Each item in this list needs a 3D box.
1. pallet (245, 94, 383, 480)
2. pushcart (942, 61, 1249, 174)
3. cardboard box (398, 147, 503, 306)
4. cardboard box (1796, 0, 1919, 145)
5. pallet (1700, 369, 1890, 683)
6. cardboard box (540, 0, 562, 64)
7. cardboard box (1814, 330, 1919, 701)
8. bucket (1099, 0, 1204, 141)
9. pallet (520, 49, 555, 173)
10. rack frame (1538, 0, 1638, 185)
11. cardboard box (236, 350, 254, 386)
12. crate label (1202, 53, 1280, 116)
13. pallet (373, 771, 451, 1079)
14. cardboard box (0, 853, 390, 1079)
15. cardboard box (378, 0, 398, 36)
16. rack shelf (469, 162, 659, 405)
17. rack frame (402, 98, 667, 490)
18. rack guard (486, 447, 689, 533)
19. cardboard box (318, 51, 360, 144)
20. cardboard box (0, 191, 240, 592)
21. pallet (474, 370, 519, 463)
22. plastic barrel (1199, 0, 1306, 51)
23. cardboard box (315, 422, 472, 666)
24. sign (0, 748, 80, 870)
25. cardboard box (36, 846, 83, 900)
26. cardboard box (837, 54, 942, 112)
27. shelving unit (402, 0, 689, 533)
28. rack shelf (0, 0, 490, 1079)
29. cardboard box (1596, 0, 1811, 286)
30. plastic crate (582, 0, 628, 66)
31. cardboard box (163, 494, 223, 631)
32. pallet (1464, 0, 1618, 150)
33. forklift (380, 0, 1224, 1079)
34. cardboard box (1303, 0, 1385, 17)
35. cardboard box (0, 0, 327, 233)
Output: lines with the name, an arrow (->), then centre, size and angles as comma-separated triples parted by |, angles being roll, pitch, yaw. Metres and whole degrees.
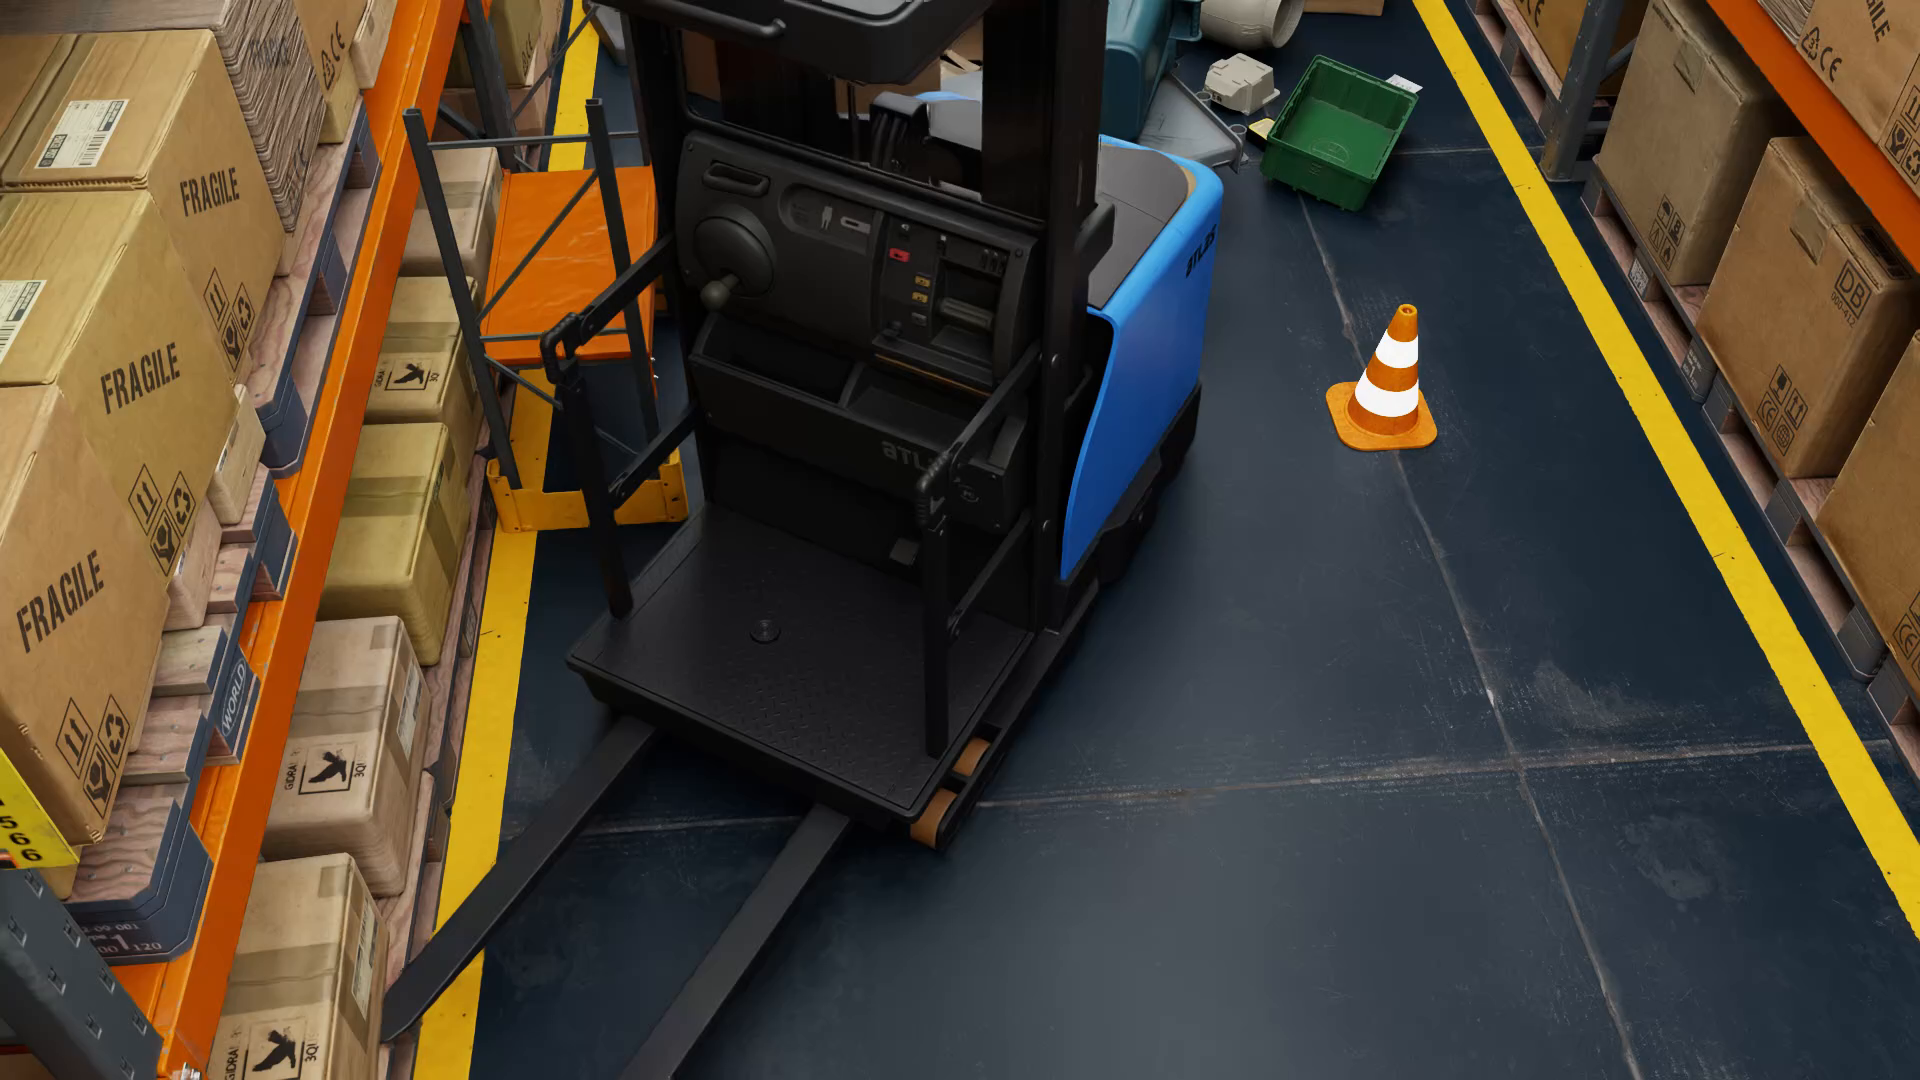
pallet -> -1.976, -0.610, 3.894 | 1.003, 0.211, 1.213 | -3, 47, -3
pushcart -> 0.164, -1.413, 6.328 | 1.648, 0.377, 0.936 | -19, 49, -17
cardboard box -> -2.058, -1.002, 5.653 | 0.950, 0.372, 0.625 | -3, 47, -3
cardboard box -> 2.678, -1.424, 4.464 | 0.500, 0.500, 0.500 | -4, 47, -4
pallet -> 3.065, -0.117, 5.215 | 1.003, 0.211, 1.213 | -3, 47, -3
cardboard box -> -1.940, -2.168, 6.842 | 0.500, 0.250, 0.500 | -1, 47, -1
cardboard box -> 3.117, -0.069, 4.510 | 1.050, 0.750, 0.750 | -3, 47, -3
bucket -> 0.511, -1.869, 6.162 | 0.726, 0.611, 0.620 | 11, 58, 10
pallet -> -2.196, -1.665, 6.681 | 1.003, 0.211, 1.213 | -3, 47, -3
rack frame -> 2.820, -2.514, 5.565 | 1.000, 3.000, 0.127 | -3, 47, -3
cardboard box -> -1.679, -0.328, 3.378 | 0.380, 0.149, 0.250 | -1, 47, -1
crate label -> 1.167, -1.916, 6.970 | 0.298, 0.136, 0.250 | -36, 56, -29
pallet -> -1.833, 1.147, 4.018 | 1.003, 0.211, 1.213 | -3, 47, -3
cardboard box -> -1.807, 1.104, 3.659 | 0.950, 0.372, 0.625 | -6, 47, -6
cardboard box -> -1.724, -1.466, 4.457 | 0.380, 0.149, 0.250 | -4, 47, -4
rack shelf -> -1.212, -0.829, 5.250 | 0.538, 0.185, 1.000 | -4, 47, -4
rack frame -> -1.163, -0.586, 4.772 | 0.500, 1.500, 0.032 | -4, 47, -4
rack guard -> -1.163, -0.157, 5.226 | 0.587, 0.250, 0.087 | -4, 47, -4
cardboard box -> -1.715, -1.104, 4.113 | 0.380, 0.149, 0.250 | -4, 47, -3
cardboard box -> -1.627, -0.243, 2.852 | 0.500, 0.500, 0.500 | -1, 47, -1
pallet -> -2.038, -0.618, 5.690 | 1.003, 0.211, 1.213 | -3, 47, -3
plastic barrel -> 1.196, -2.356, 7.189 | 0.512, 0.421, 0.421 | 27, 52, 23
cardboard box -> -1.934, 0.021, 4.684 | 0.950, 0.372, 0.625 | -2, 47, -2
sign -> -1.217, 0.320, 2.084 | 0.100, 0.325, 0.005 | -3, 47, -3
cardboard box -> -1.611, 0.450, 2.642 | 0.380, 0.149, 0.250 | -6, 47, -6
cardboard box -> -0.333, -1.671, 5.967 | 0.500, 0.500, 0.500 | -3, 47, -3
shelving unit -> -1.212, -0.947, 5.113 | 0.587, 1.500, 1.083 | -4, 47, -4
rack shelf -> -1.937, -0.446, 4.102 | 1.077, 0.370, 4.000 | -3, 47, -3
cardboard box -> 2.962, -1.441, 5.809 | 1.050, 0.750, 0.750 | -4, 47, -3
plastic crate -> -1.418, -2.322, 7.394 | 0.402, 0.080, 0.583 | -19, 49, -17
cardboard box -> -1.578, 0.042, 3.028 | 0.380, 0.149, 0.250 | -6, 47, -6
pallet -> 2.834, -2.110, 7.103 | 1.003, 0.211, 1.213 | -3, 47, -3
forklift -> -0.367, -0.564, 3.765 | 1.130, 2.935, 3.031 | 21, 50, 19
cardboard box -> 1.667, -2.716, 7.476 | 0.500, 0.500, 0.500 | 4, 47, 4
cardboard box -> -1.712, -0.989, 3.558 | 0.500, 0.500, 0.500 | -5, 47, -5
